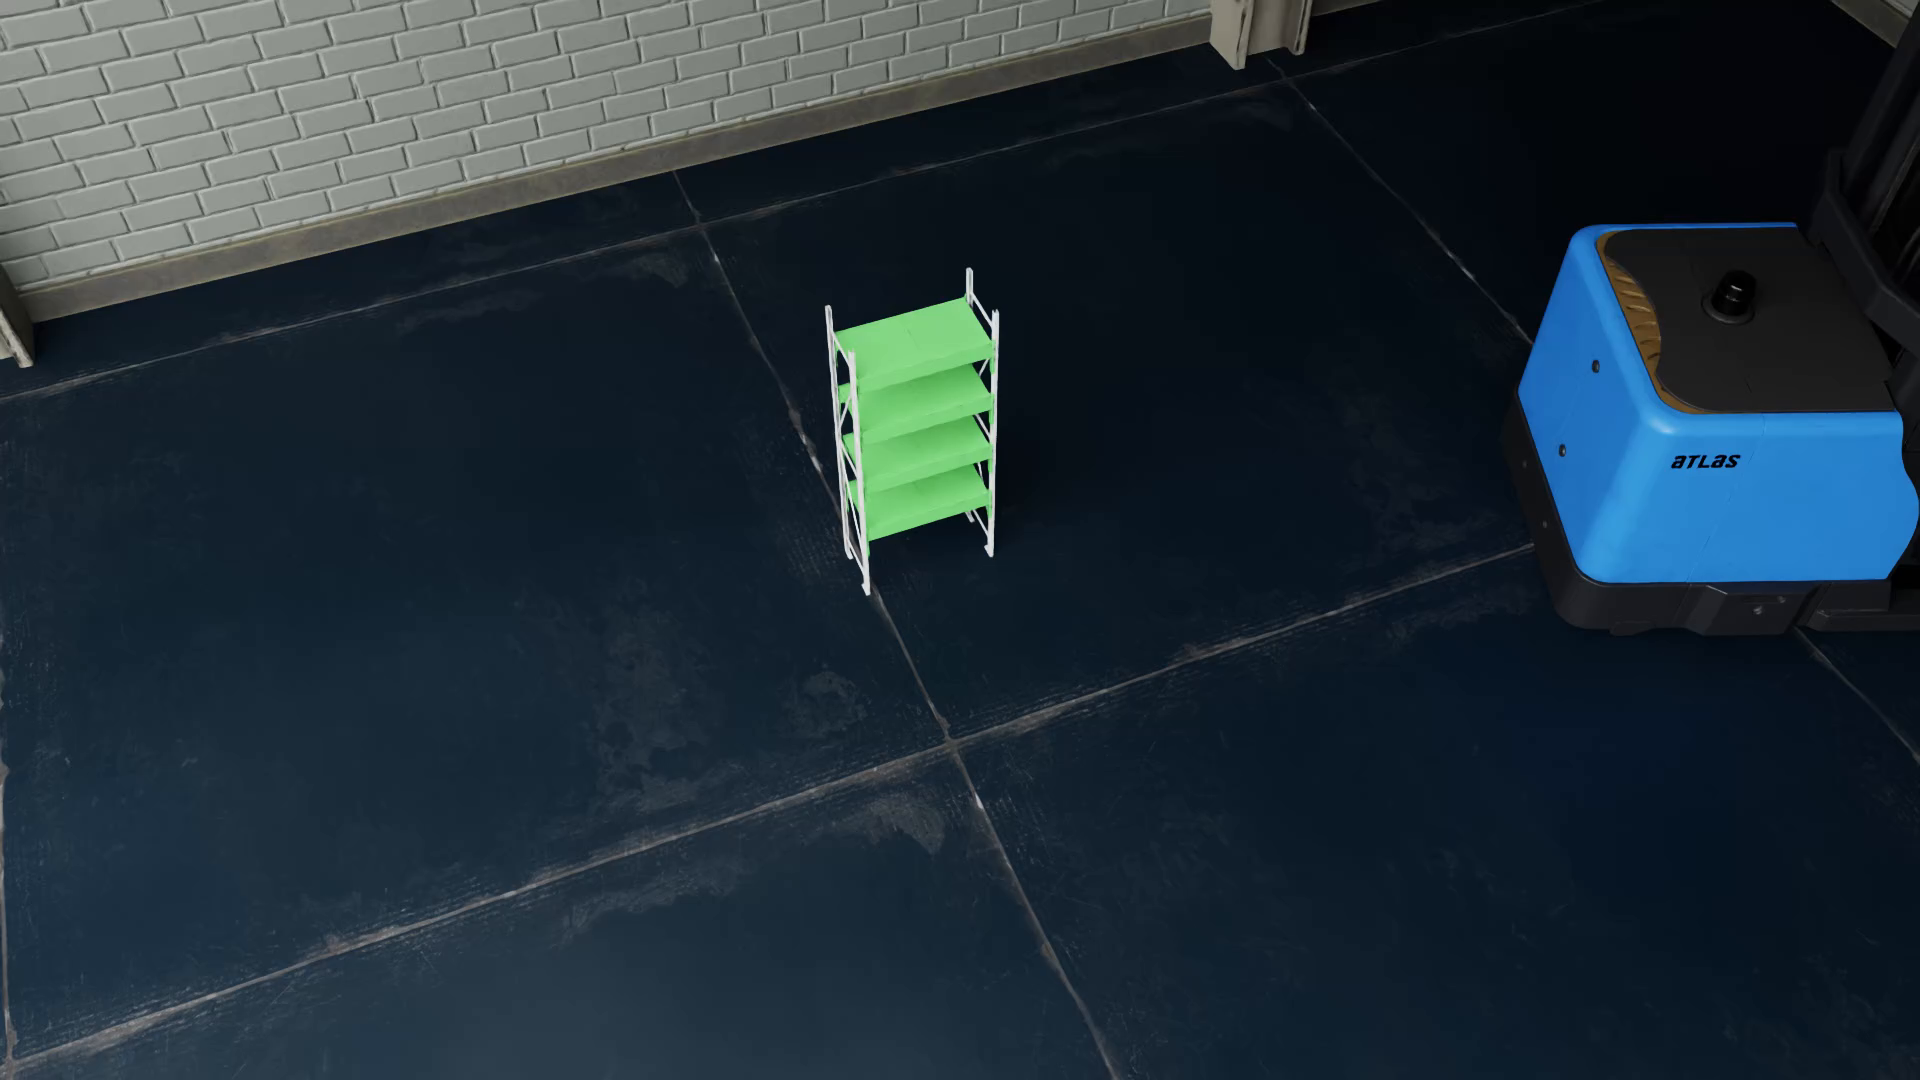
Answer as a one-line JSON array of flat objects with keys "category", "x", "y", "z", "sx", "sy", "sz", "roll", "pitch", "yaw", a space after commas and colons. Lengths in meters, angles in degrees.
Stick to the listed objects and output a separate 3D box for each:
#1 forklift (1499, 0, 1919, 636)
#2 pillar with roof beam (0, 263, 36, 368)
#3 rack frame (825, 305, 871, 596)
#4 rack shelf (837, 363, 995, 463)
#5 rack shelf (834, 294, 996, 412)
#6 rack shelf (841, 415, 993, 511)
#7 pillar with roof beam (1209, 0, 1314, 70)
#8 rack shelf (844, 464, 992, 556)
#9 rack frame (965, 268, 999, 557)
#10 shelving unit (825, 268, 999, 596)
[{"category": "forklift", "x": 3.630, "y": -1.012, "z": 5.187, "sx": 3.031, "sy": 2.935, "sz": 1.130, "roll": -1, "pitch": 49, "yaw": -1}, {"category": "pillar with roof beam", "x": -2.436, "y": -0.683, "z": 0.905, "sx": 0.400, "sy": 9.000, "sz": 9.100, "roll": -17, "pitch": 52, "yaw": -14}, {"category": "rack frame", "x": -0.379, "y": -0.273, "z": 5.694, "sx": 0.015, "sy": 1.200, "sz": 0.240, "roll": -17, "pitch": 52, "yaw": -14}, {"category": "rack shelf", "x": -0.153, "y": -0.458, "z": 5.620, "sx": 0.480, "sy": 0.148, "sz": 0.258, "roll": -17, "pitch": 52, "yaw": -14}, {"category": "rack shelf", "x": -0.153, "y": -0.614, "z": 5.438, "sx": 0.480, "sy": 0.148, "sz": 0.258, "roll": -17, "pitch": 52, "yaw": -14}, {"category": "rack shelf", "x": -0.153, "y": -0.302, "z": 5.802, "sx": 0.480, "sy": 0.148, "sz": 0.258, "roll": -17, "pitch": 52, "yaw": -14}, {"category": "pillar with roof beam", "x": 3.119, "y": -2.405, "z": 2.383, "sx": 0.400, "sy": 9.000, "sz": 9.100, "roll": -17, "pitch": 52, "yaw": -14}, {"category": "rack shelf", "x": -0.153, "y": -0.145, "z": 5.985, "sx": 0.480, "sy": 0.148, "sz": 0.258, "roll": -17, "pitch": 52, "yaw": -14}, {"category": "rack frame", "x": 0.073, "y": -0.413, "z": 5.814, "sx": 0.015, "sy": 1.200, "sz": 0.240, "roll": -17, "pitch": 52, "yaw": -14}, {"category": "shelving unit", "x": -0.153, "y": -0.343, "z": 5.754, "sx": 0.503, "sy": 1.200, "sz": 0.258, "roll": -17, "pitch": 52, "yaw": -14}]
